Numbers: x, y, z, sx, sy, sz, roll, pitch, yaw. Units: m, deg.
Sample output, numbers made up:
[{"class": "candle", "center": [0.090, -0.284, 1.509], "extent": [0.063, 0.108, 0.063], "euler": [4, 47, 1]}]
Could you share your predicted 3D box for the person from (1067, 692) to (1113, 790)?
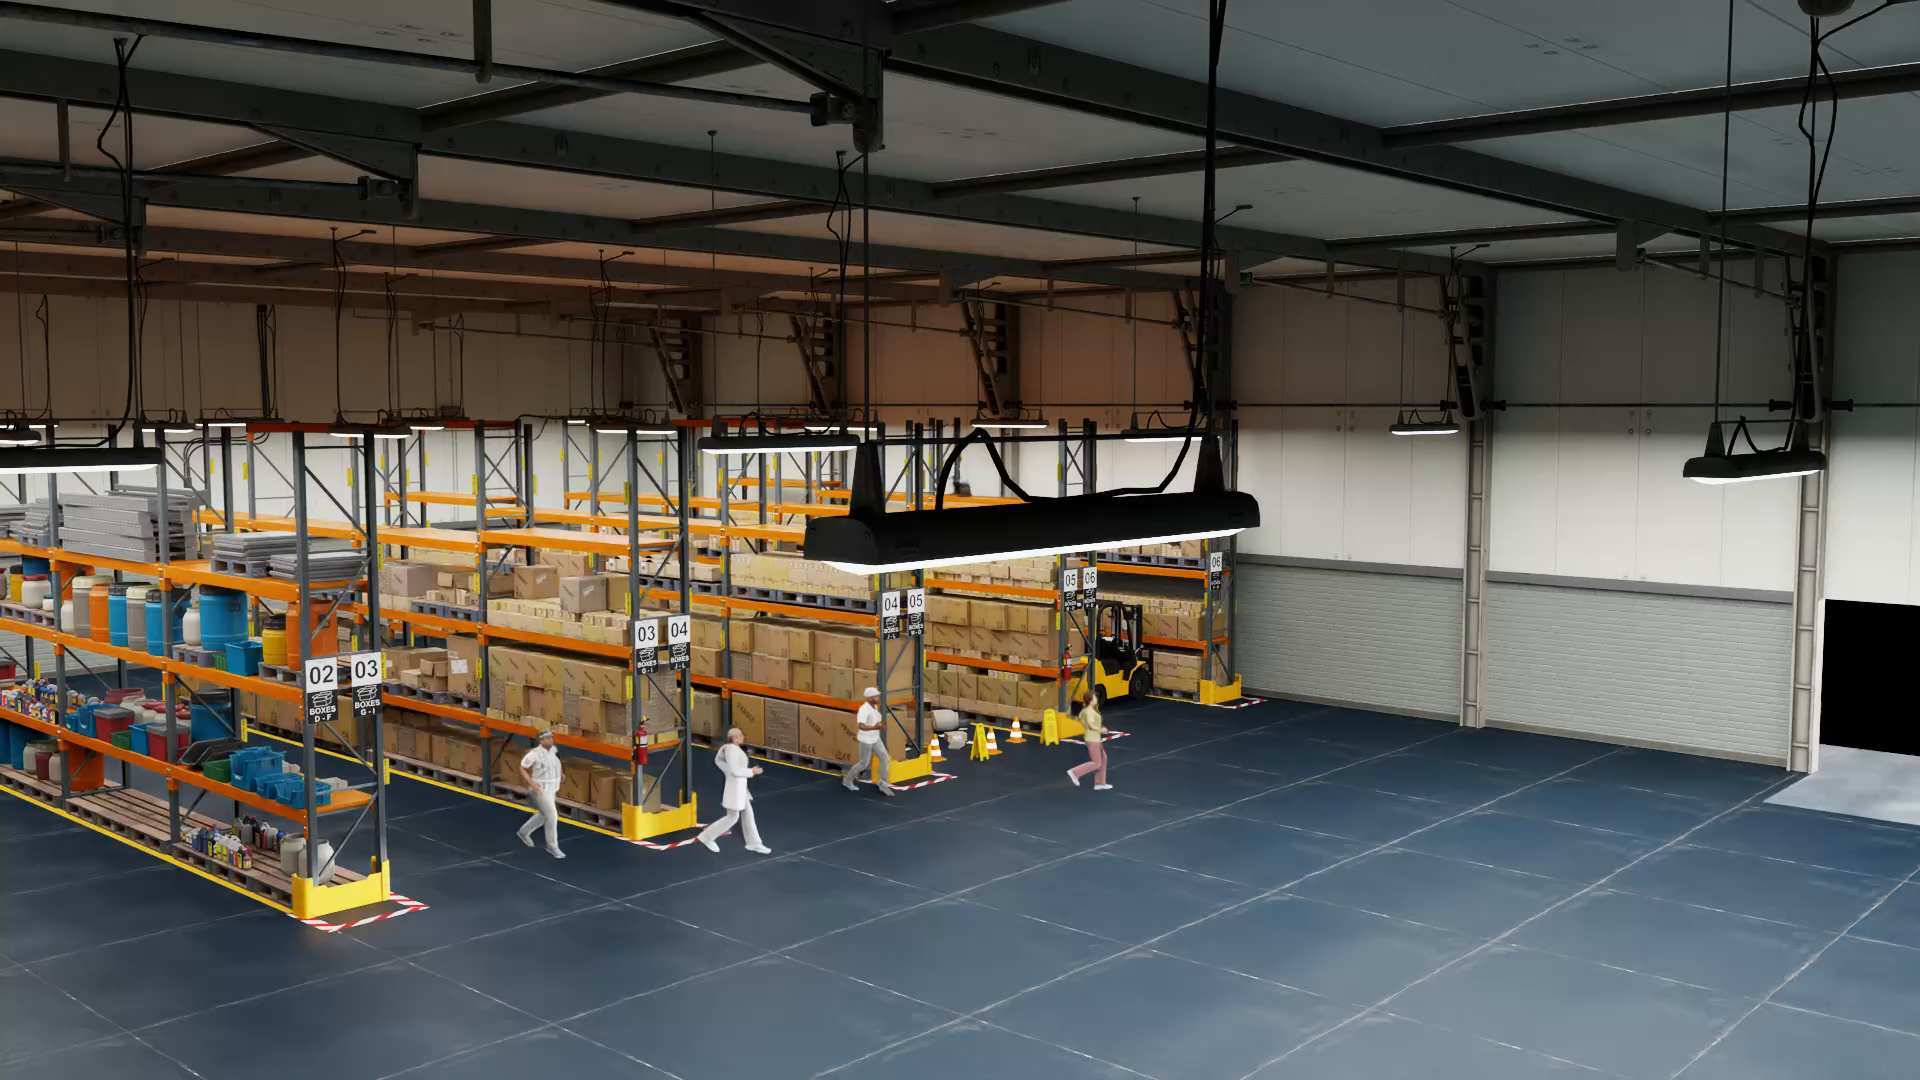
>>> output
[{"class": "person", "center": [2.129, 3.289, 27.237], "extent": [0.774, 1.630, 0.587], "euler": [-1, 5, -7]}]

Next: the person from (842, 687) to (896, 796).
[{"class": "person", "center": [-1.501, 3.266, 26.886], "extent": [0.882, 1.801, 0.692], "euler": [2, 5, 21]}]

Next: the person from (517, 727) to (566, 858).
[{"class": "person", "center": [-5.888, 3.531, 23.460], "extent": [0.868, 1.823, 0.674], "euler": [2, 5, 18]}]

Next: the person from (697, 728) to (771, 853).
[{"class": "person", "center": [-3.173, 3.534, 23.324], "extent": [1.036, 1.806, 0.717], "euler": [-1, 5, -10]}]
